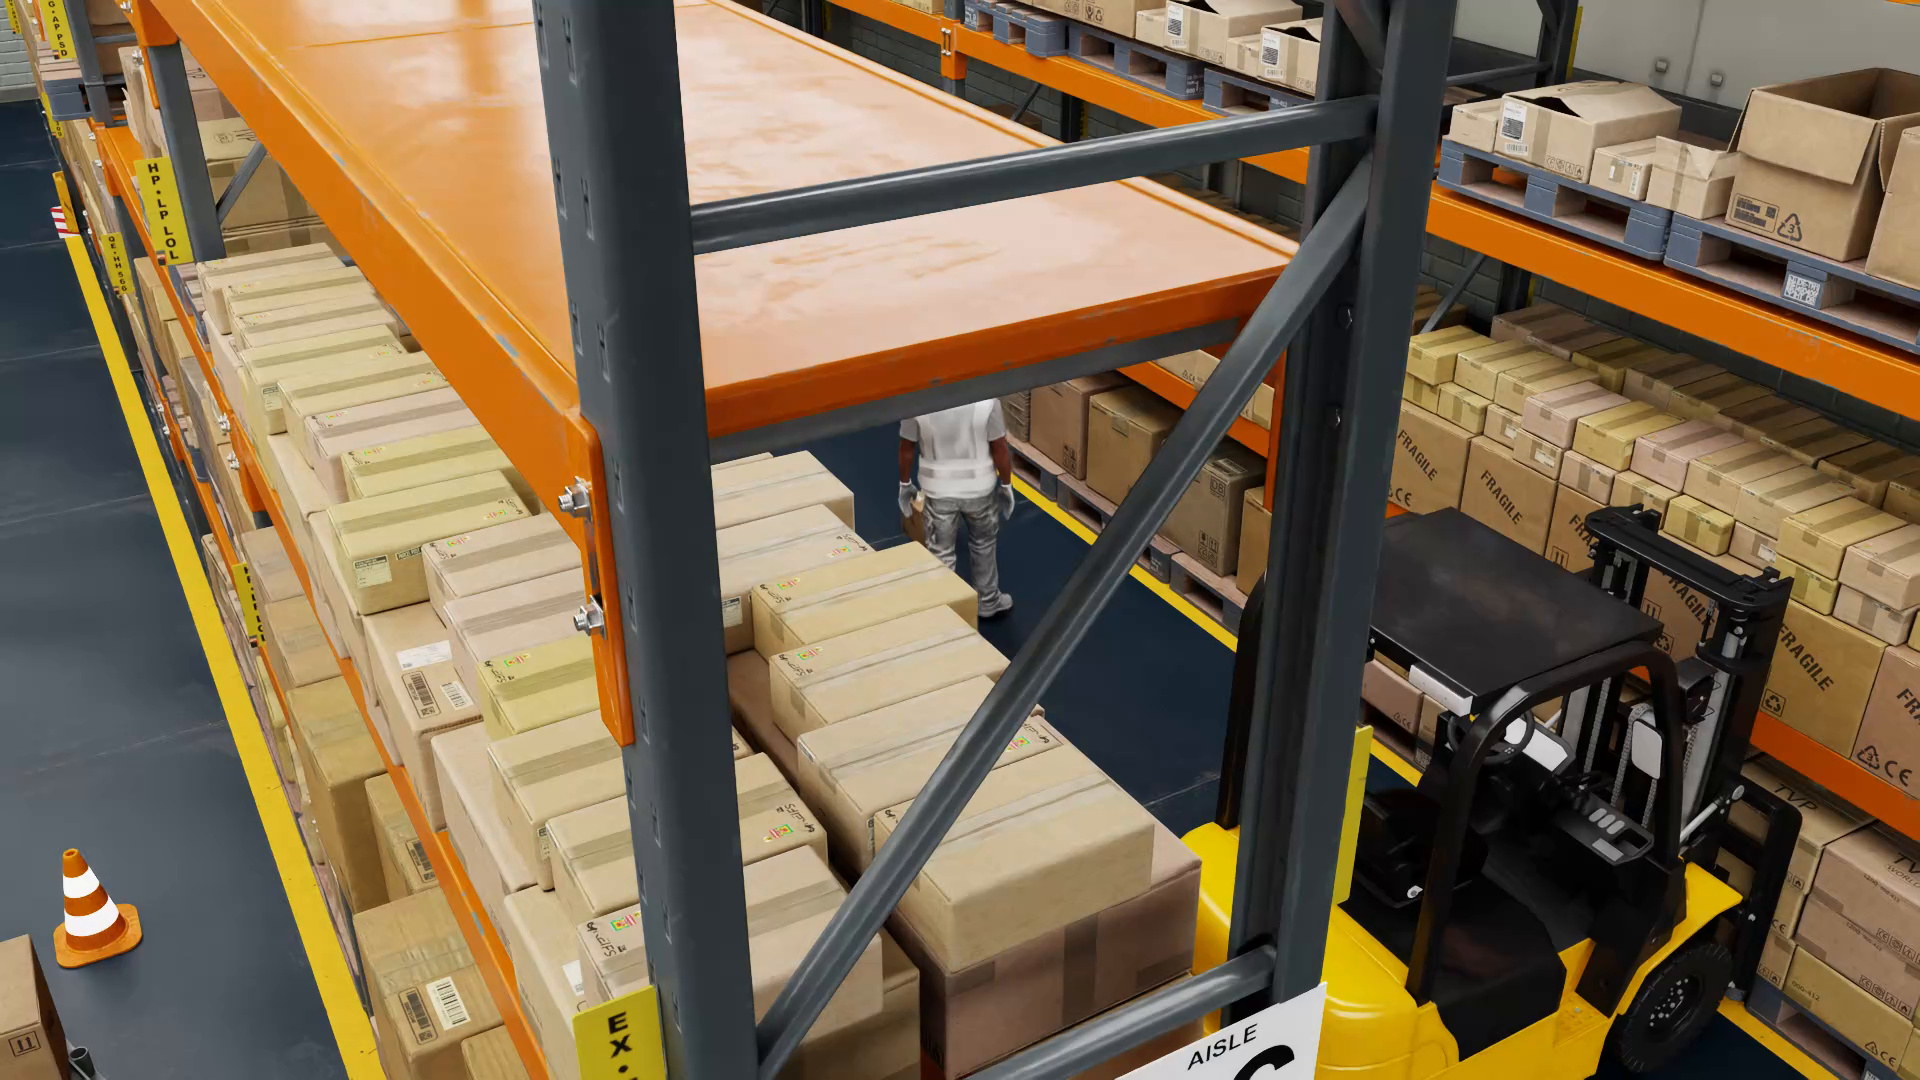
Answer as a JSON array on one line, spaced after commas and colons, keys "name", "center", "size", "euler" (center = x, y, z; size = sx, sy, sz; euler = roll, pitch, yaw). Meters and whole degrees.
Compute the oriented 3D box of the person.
[{"name": "person", "center": [-0.017, -0.278, 9.068], "size": [0.638, 1.797, 0.670], "euler": [1, 29, 1]}]
